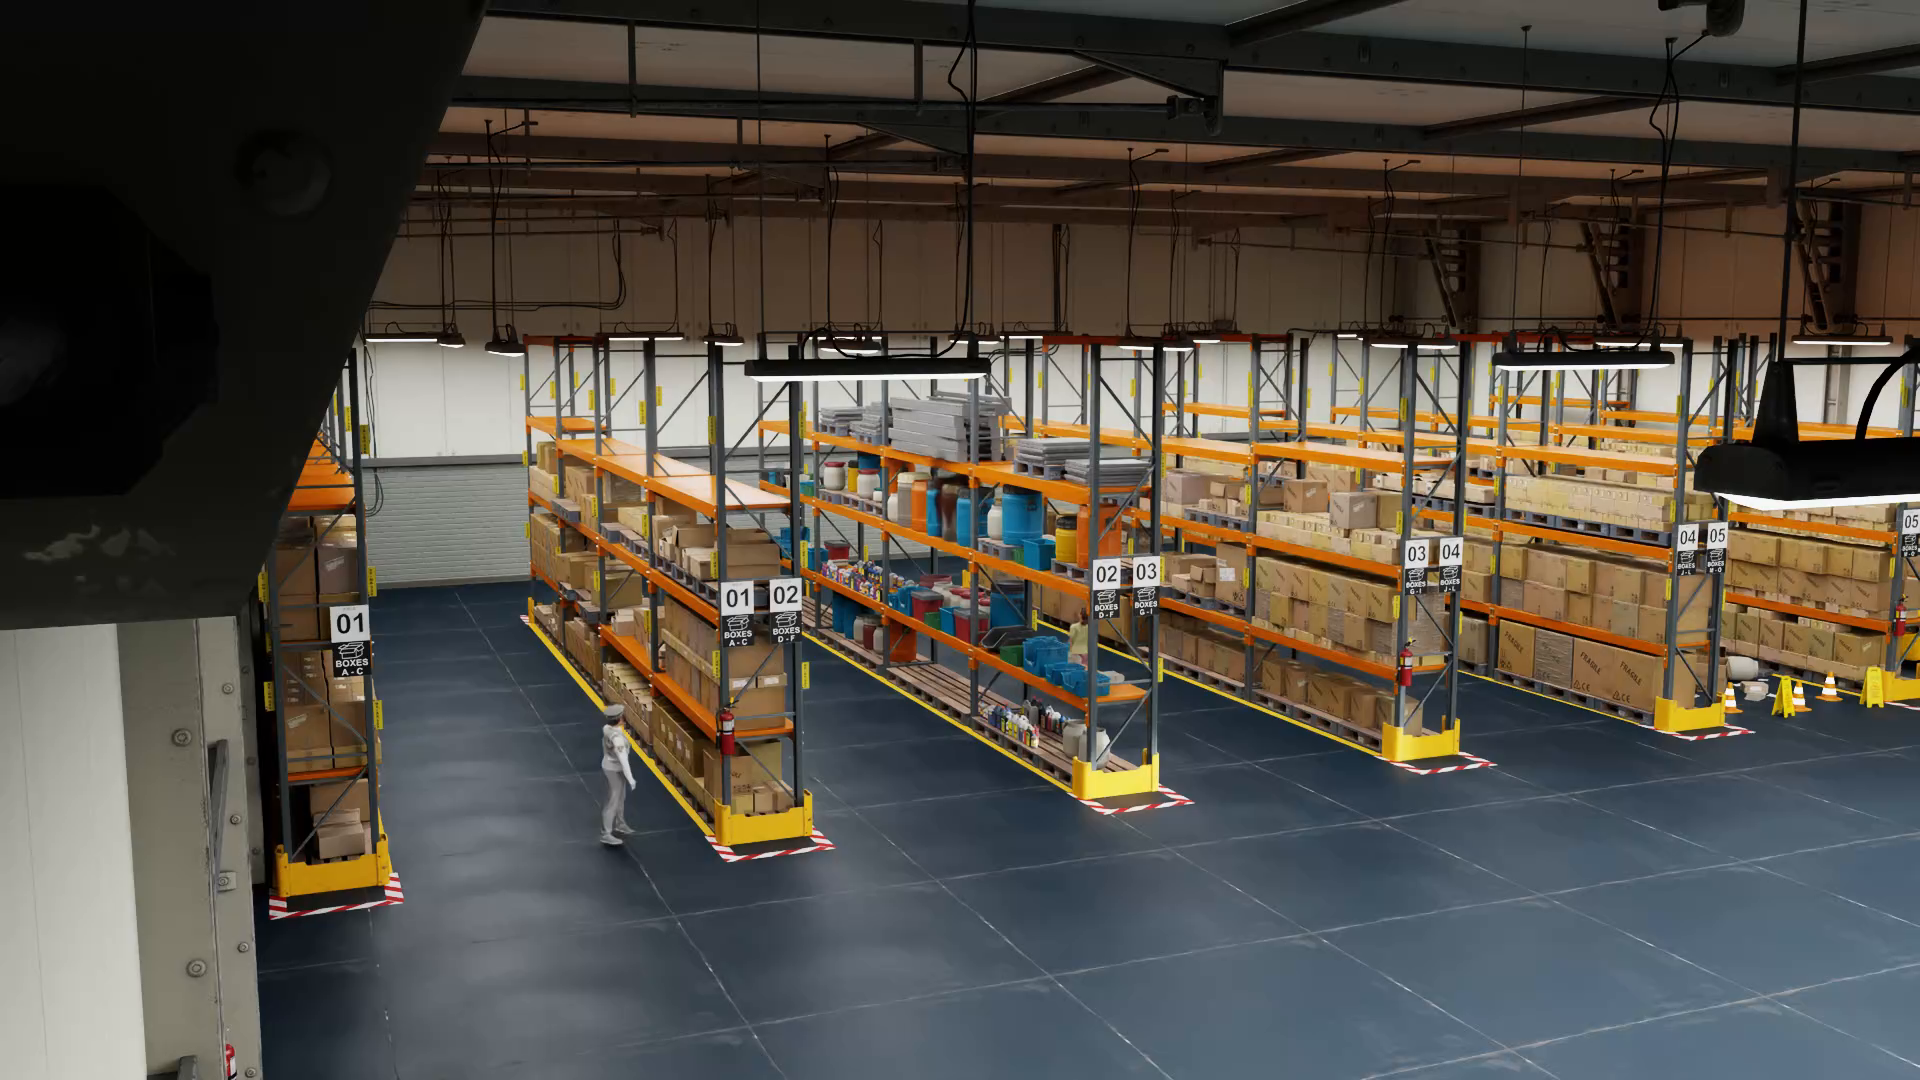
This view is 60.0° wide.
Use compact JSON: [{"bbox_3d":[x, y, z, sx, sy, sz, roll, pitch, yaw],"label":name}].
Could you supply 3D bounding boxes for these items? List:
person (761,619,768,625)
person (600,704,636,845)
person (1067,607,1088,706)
[{"bbox_3d":[-3.960,1.168,32.712,0.498,1.503,0.638,0,8,1],"label":"person"},{"bbox_3d":[-4.175,2.839,20.225,0.469,1.727,0.603,-2,8,-17],"label":"person"},{"bbox_3d":[1.959,1.897,27.015,0.452,1.647,0.484,2,8,15],"label":"person"}]
